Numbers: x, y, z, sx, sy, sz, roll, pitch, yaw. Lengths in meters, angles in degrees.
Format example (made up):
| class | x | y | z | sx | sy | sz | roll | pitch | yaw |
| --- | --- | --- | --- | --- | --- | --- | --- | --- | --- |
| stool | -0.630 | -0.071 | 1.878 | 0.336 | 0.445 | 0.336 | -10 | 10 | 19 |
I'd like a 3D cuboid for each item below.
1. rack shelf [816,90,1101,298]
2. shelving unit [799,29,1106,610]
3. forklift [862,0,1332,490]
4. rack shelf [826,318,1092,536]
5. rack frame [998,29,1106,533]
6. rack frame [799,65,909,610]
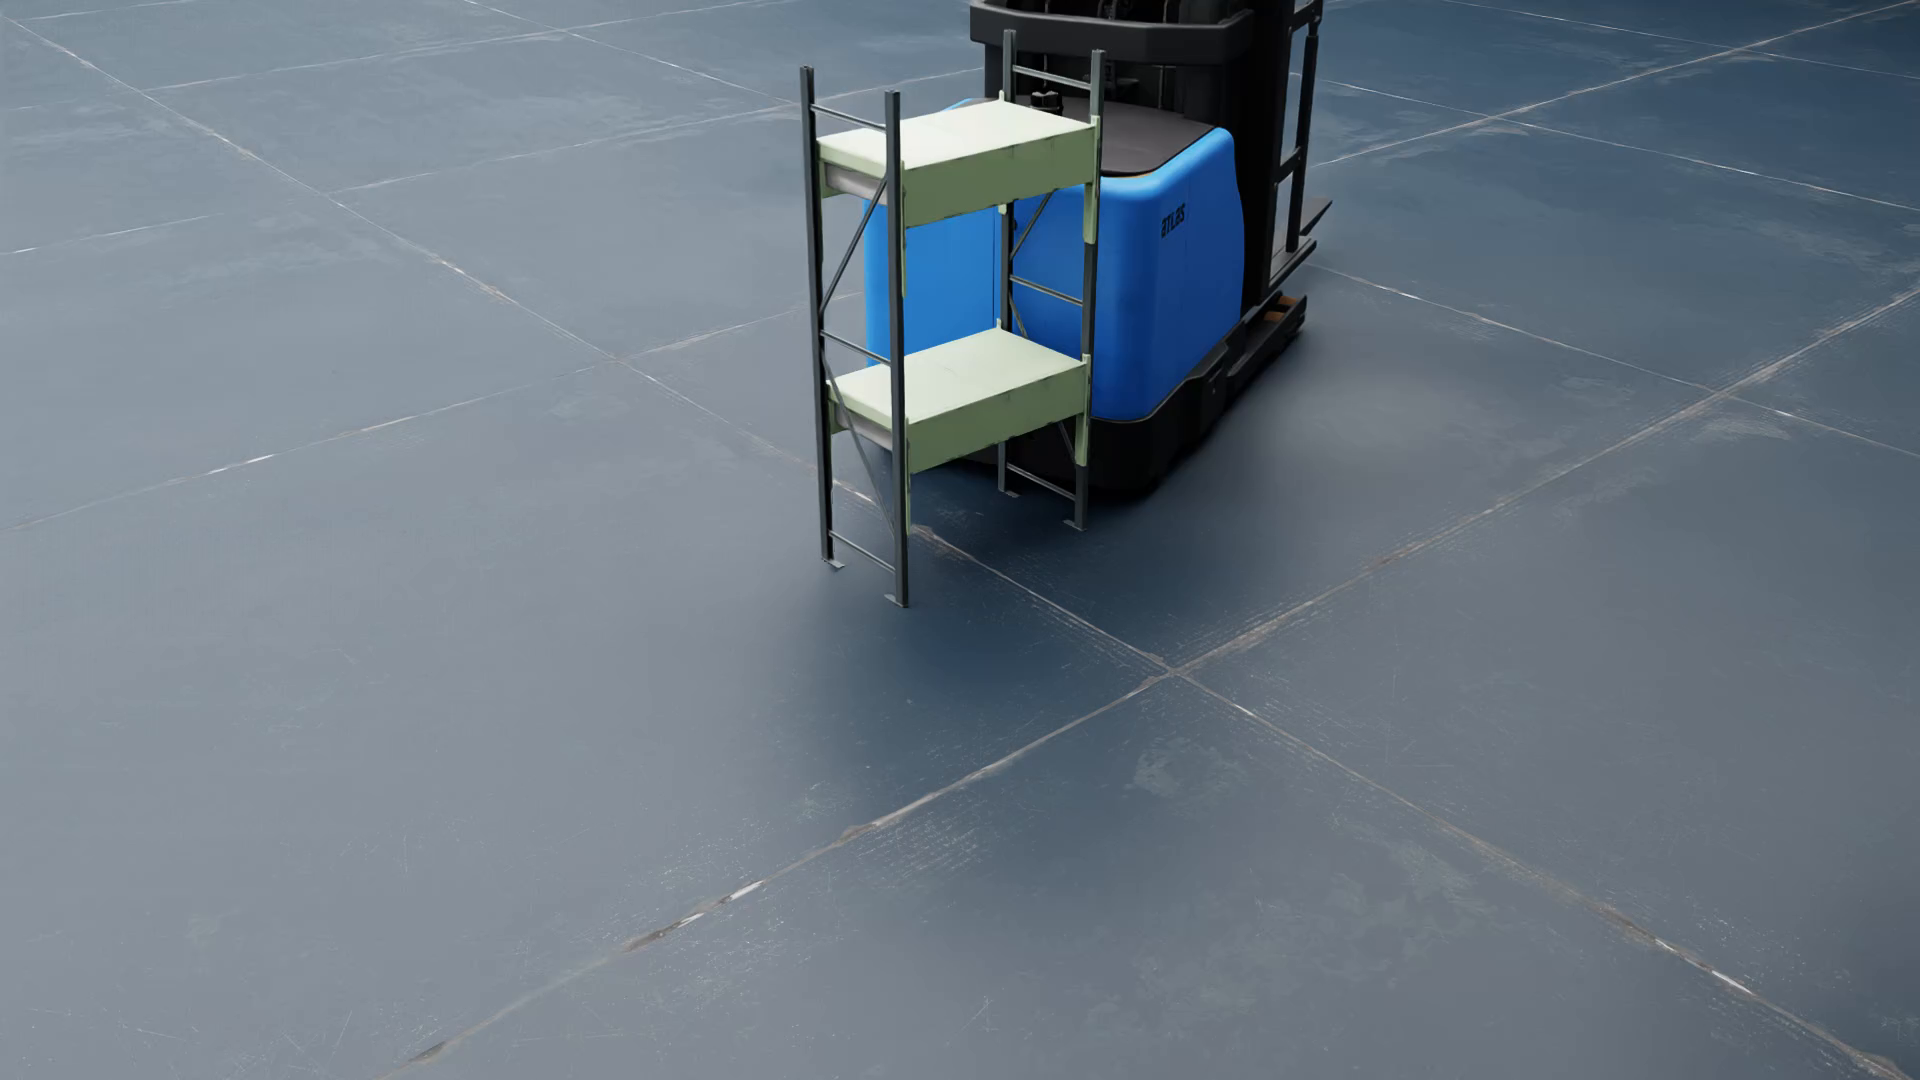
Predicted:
| class | x | y | z | sx | sy | sz | roll | pitch | yaw |
| --- | --- | --- | --- | --- | --- | --- | --- | --- | --- |
| rack shelf | -0.012 | -0.989 | 4.682 | 0.720 | 0.370 | 0.431 | -22 | 35 | -35 |
| shelving unit | -0.012 | -0.645 | 4.866 | 0.755 | 1.500 | 0.431 | -22 | 35 | -35 |
| forklift | 0.767 | -2.124 | 6.114 | 1.130 | 2.935 | 3.031 | 13 | 31 | 23 |
| rack shelf | -0.012 | -0.358 | 5.019 | 0.720 | 0.370 | 0.431 | -22 | 35 | -35 |
| rack frame | 0.265 | -0.758 | 5.076 | 0.023 | 1.500 | 0.400 | -22 | 35 | -35 |
| rack frame | -0.290 | -0.533 | 4.655 | 0.023 | 1.500 | 0.400 | -22 | 35 | -35 |
